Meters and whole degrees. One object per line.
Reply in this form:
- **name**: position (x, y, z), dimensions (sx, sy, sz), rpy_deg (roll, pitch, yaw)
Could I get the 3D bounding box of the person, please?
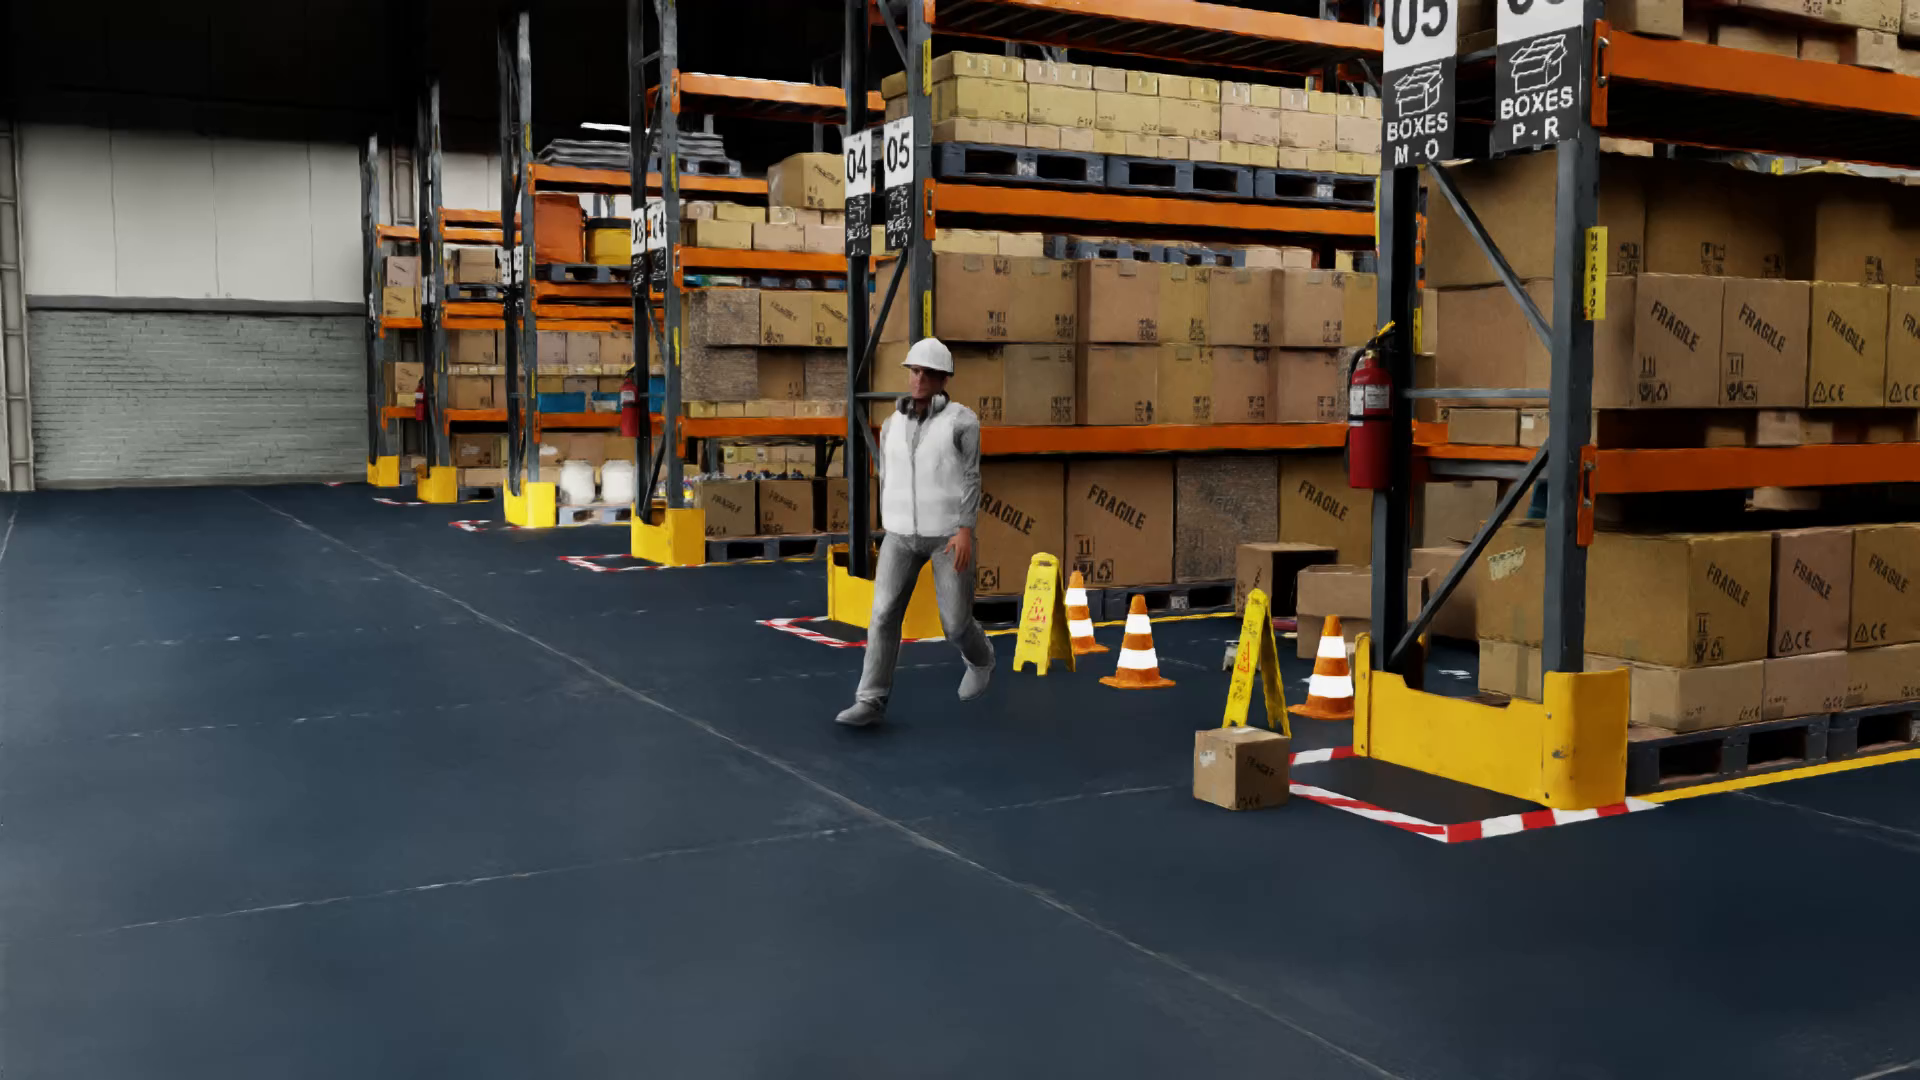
- **person**: position (-0.169, -0.040, 7.598), dimensions (0.584, 1.755, 0.833), rpy_deg (2, 5, 20)
